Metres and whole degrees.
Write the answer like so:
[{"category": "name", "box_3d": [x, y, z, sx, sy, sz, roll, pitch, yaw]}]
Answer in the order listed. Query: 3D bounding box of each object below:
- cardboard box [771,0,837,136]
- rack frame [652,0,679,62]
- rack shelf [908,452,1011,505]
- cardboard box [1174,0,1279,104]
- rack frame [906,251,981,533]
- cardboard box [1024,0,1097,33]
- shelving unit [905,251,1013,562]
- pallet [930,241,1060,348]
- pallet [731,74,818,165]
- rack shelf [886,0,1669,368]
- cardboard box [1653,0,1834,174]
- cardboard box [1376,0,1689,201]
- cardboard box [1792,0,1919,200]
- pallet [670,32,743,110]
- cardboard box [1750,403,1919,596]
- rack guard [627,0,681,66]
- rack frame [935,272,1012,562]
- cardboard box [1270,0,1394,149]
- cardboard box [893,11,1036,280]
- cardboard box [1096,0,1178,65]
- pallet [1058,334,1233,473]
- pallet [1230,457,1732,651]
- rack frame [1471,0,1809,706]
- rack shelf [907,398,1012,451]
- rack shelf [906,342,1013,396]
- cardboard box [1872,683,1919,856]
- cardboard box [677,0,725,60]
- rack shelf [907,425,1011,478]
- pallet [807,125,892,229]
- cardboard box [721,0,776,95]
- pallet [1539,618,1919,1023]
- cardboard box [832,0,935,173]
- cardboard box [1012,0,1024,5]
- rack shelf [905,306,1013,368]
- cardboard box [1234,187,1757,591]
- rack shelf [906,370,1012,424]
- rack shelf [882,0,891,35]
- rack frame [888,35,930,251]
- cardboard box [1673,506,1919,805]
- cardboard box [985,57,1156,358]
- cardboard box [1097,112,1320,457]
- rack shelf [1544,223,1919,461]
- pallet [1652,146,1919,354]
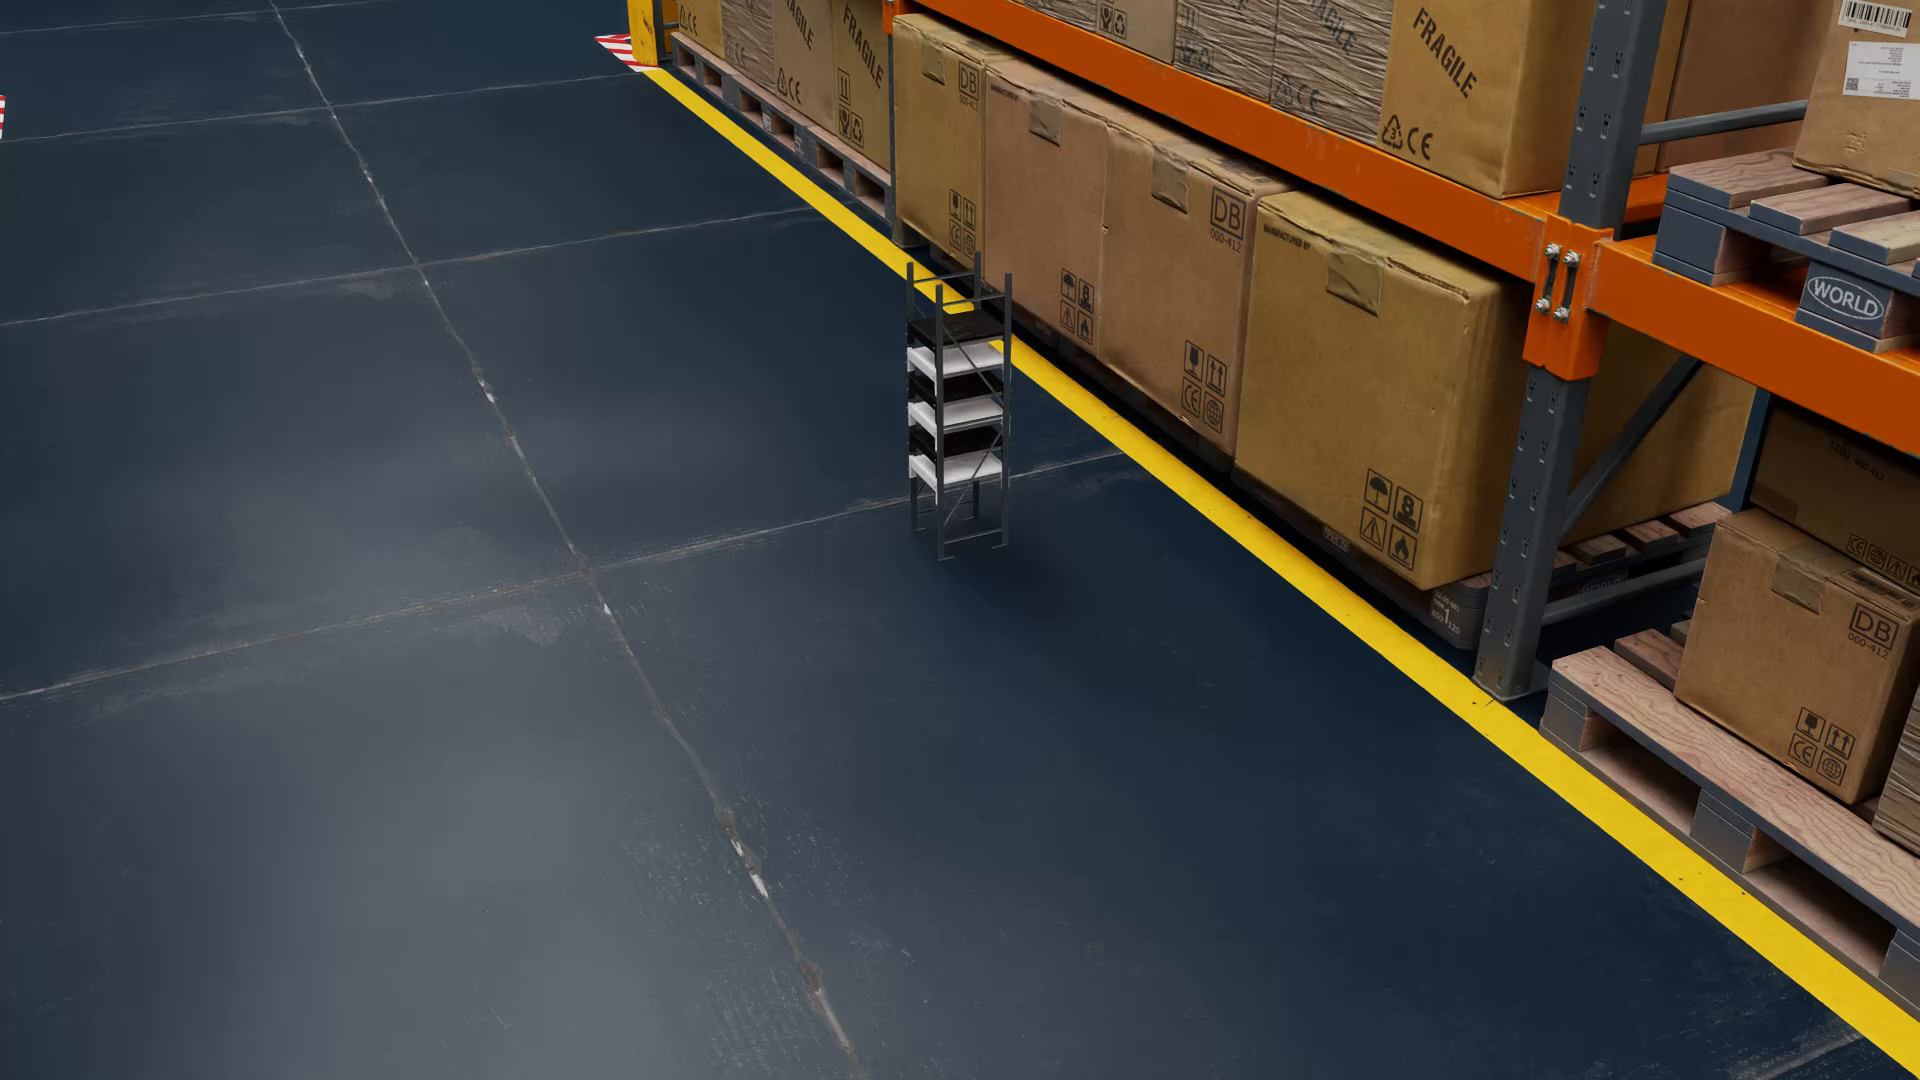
[{"category": "cardboard box", "box_3d": [-0.436, -2.726, 8.788, 0.875, 0.875, 0.875, -13, 32, -22]}, {"category": "rack frame", "box_3d": [-1.556, -4.531, 10.263, 1.000, 3.000, 0.127, -13, 32, -22]}, {"category": "rack shelf", "box_3d": [-0.003, -0.210, 5.141, 0.258, 0.077, 0.200, -13, 32, -22]}, {"category": "cardboard box", "box_3d": [1.008, -1.657, 5.036, 0.500, 0.500, 0.500, -14, 32, -24]}, {"category": "rack frame", "box_3d": [-0.047, -0.441, 5.116, 0.240, 0.900, 0.006, -13, 32, -22]}, {"category": "cardboard box", "box_3d": [0.564, -2.109, 5.842, 0.500, 0.500, 0.500, -14, 32, -23]}, {"category": "shelving unit", "box_3d": [-0.003, -0.396, 5.036, 0.258, 0.900, 0.210, -13, 32, -22]}, {"category": "pallet", "box_3d": [0.560, -1.223, 7.215, 1.003, 0.211, 1.213, -13, 32, -22]}, {"category": "pallet", "box_3d": [-0.622, -2.440, 9.385, 1.003, 0.211, 1.213, -13, 32, -22]}, {"category": "rack shelf", "box_3d": [1.020, -1.567, 5.713, 1.077, 0.370, 4.000, -13, 32, -22]}, {"category": "cardboard box", "box_3d": [1.915, -1.312, 4.422, 0.500, 0.500, 0.500, -12, 31, -21]}, {"category": "cardboard box", "box_3d": [1.443, -1.207, 4.233, 0.500, 0.500, 0.500, -12, 31, -20]}, {"category": "cardboard box", "box_3d": [2.146, -0.994, 3.424, 0.500, 0.500, 0.500, -17, 34, -28]}, {"category": "pallet", "box_3d": [-1.142, -2.978, 10.345, 1.003, 0.211, 1.213, -13, 32, -22]}, {"category": "cardboard box", "box_3d": [2.193, -0.136, 3.765, 0.500, 0.250, 0.500, -12, 31, -20]}, {"category": "rack guard", "box_3d": [-1.566, -3.451, 10.894, 1.175, 0.500, 0.348, -13, 32, -22]}, {"category": "rack frame", "box_3d": [0.040, -0.351, 4.956, 0.240, 0.900, 0.006, -13, 32, -22]}, {"category": "cardboard box", "box_3d": [1.234, -1.428, 4.628, 0.500, 0.500, 0.500, -13, 32, -22]}, {"category": "cardboard box", "box_3d": [0.454, -1.742, 7.033, 1.225, 0.875, 0.875, -13, 32, -22]}, {"category": "cardboard box", "box_3d": [0.790, -1.882, 5.437, 0.500, 0.500, 0.500, -12, 32, -21]}, {"category": "pallet", "box_3d": [1.088, -0.683, 6.252, 1.003, 0.211, 1.213, -13, 32, -22]}, {"category": "pallet", "box_3d": [1.608, -0.145, 5.292, 1.003, 0.211, 1.213, -13, 32, -22]}, {"category": "rack frame", "box_3d": [1.878, -0.997, 3.961, 1.000, 3.000, 0.127, -13, 32, -22]}, {"category": "rack shelf", "box_3d": [-0.003, -0.367, 5.053, 0.258, 0.077, 0.200, -13, 32, -22]}, {"category": "rack shelf", "box_3d": [-0.003, -0.524, 4.965, 0.258, 0.077, 0.200, -13, 32, -22]}, {"category": "cardboard box", "box_3d": [2.434, 0.435, 3.512, 0.700, 0.500, 0.500, -16, 33, -26]}, {"category": "cardboard box", "box_3d": [-1.209, -3.521, 10.206, 0.875, 0.875, 0.875, -13, 32, -22]}, {"category": "rack shelf", "box_3d": [-0.003, -0.289, 5.097, 0.258, 0.077, 0.200, -13, 32, -22]}, {"category": "pallet", "box_3d": [-0.095, -1.900, 8.423, 1.003, 0.211, 1.213, -13, 32, -22]}, {"category": "cardboard box", "box_3d": [-0.818, -3.119, 9.489, 0.875, 0.875, 0.875, -13, 32, -22]}, {"category": "pallet", "box_3d": [2.212, 0.565, 4.027, 1.003, 0.211, 1.213, -13, 32, -22]}, {"category": "cardboard box", "box_3d": [-0.050, -2.329, 8.079, 0.875, 0.875, 0.875, -13, 32, -22]}, {"category": "cardboard box", "box_3d": [0.349, -2.330, 6.236, 0.500, 0.500, 0.500, -13, 32, -22]}, {"category": "rack shelf", "box_3d": [-0.003, -0.603, 4.921, 0.258, 0.077, 0.200, -13, 32, -22]}, {"category": "cardboard box", "box_3d": [1.601, -0.563, 4.930, 1.225, 0.875, 0.875, -15, 32, -24]}, {"category": "rack shelf", "box_3d": [-0.003, -0.446, 5.009, 0.258, 0.077, 0.200, -13, 32, -22]}, {"category": "rack shelf", "box_3d": [-0.697, -3.334, 8.864, 1.077, 0.370, 4.000, -13, 32, -22]}, {"category": "rack frame", "box_3d": [0.161, -2.764, 7.112, 1.000, 3.000, 0.127, -13, 32, -22]}, {"category": "cardboard box", "box_3d": [2.184, 0.193, 3.945, 0.700, 0.500, 0.500, -15, 33, -25]}, {"category": "cardboard box", "box_3d": [0.838, -1.347, 6.329, 1.225, 0.875, 0.875, -14, 32, -24]}, {"category": "cardboard box", "box_3d": [1.225, -0.958, 5.635, 1.225, 0.875, 0.875, -13, 32, -22]}, {"category": "rack shelf", "box_3d": [2.737, 0.200, 2.562, 1.077, 0.370, 4.000, -13, 32, -22]}, {"category": "pallet", "box_3d": [2.280, -0.621, 3.487, 1.213, 0.211, 1.003, -13, 32, -22]}]
